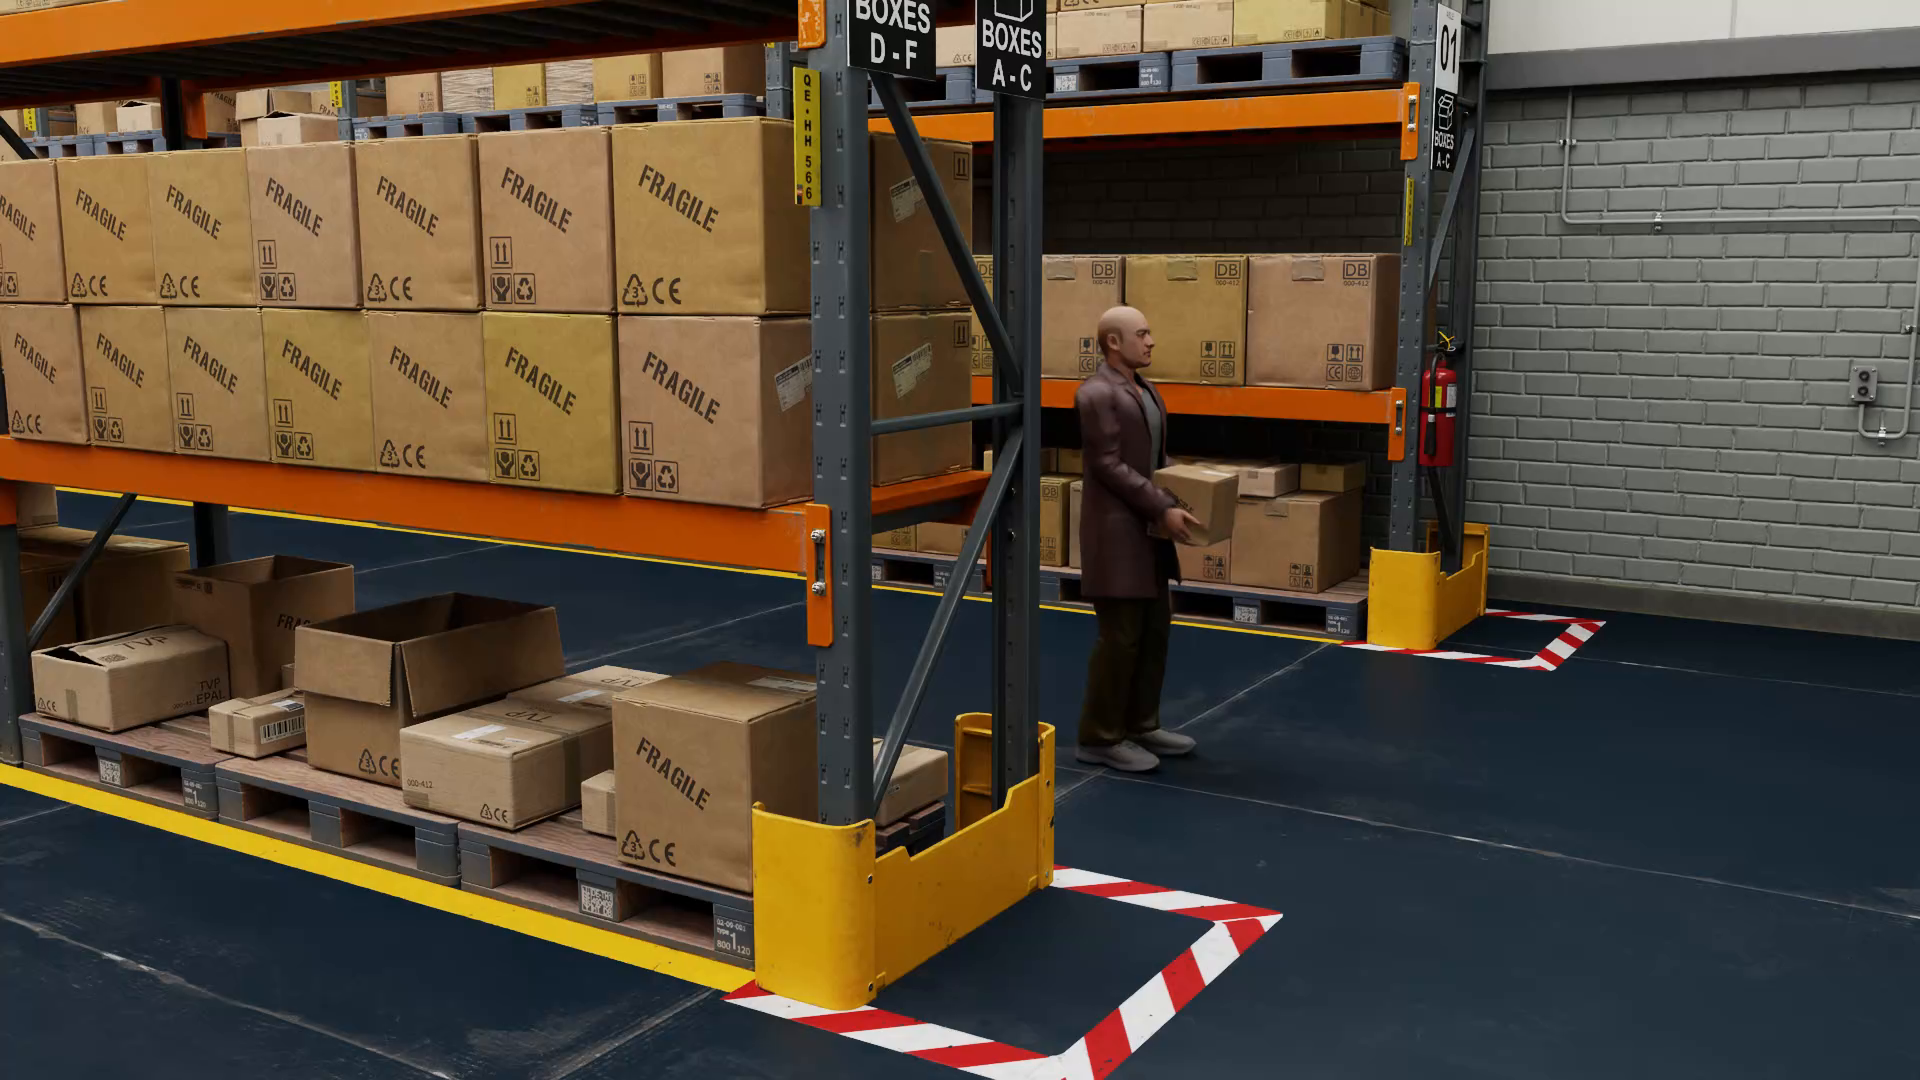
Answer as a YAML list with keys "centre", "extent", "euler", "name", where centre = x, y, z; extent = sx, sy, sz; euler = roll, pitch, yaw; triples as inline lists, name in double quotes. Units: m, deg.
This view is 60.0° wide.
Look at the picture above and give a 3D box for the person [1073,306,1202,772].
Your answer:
- centre: [0.740, -0.010, 6.463]
  extent: [0.535, 1.780, 0.548]
  euler: [6, 11, 31]
  name: "person"
